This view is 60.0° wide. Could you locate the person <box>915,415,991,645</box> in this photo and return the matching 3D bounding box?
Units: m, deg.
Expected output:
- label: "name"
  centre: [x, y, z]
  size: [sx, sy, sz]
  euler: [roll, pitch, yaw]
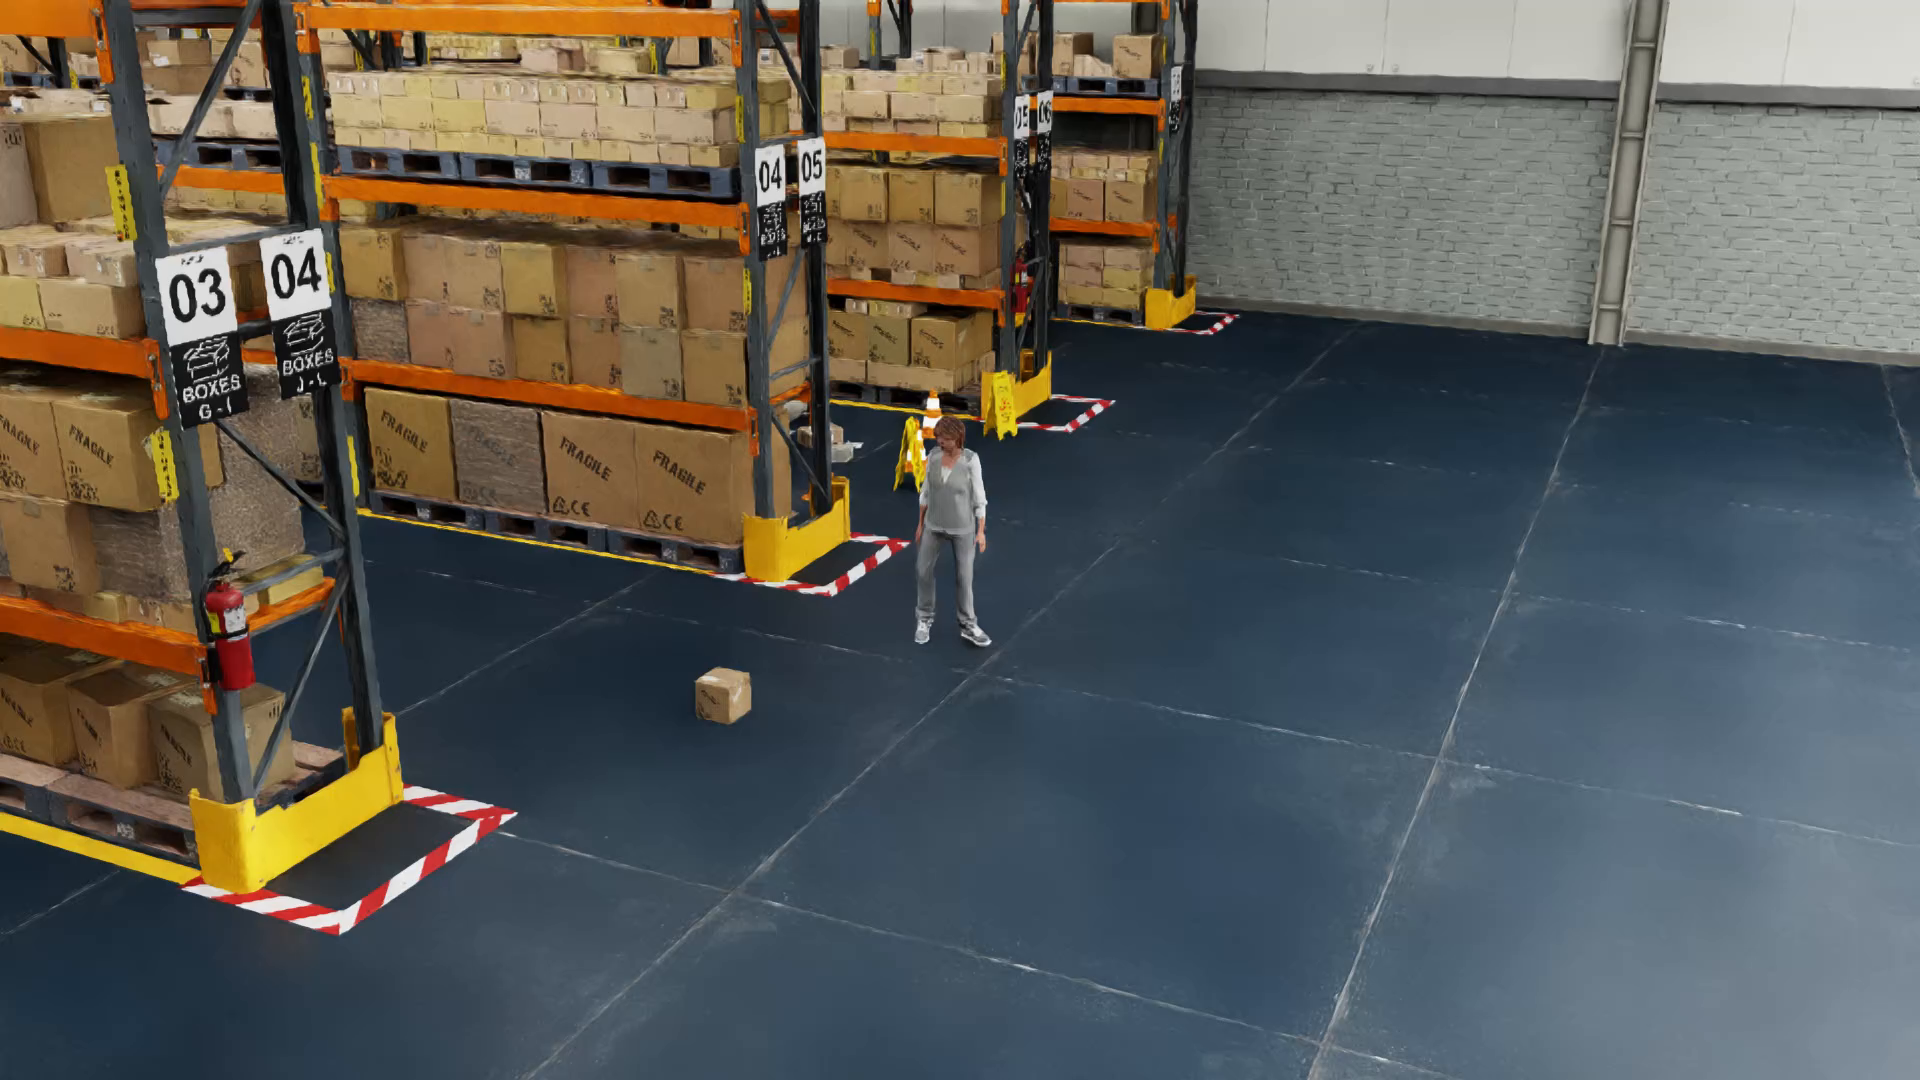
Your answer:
- label: "person"
  centre: [-0.053, -0.058, 11.200]
  size: [0.555, 1.616, 0.318]
  euler: [6, 20, 15]
